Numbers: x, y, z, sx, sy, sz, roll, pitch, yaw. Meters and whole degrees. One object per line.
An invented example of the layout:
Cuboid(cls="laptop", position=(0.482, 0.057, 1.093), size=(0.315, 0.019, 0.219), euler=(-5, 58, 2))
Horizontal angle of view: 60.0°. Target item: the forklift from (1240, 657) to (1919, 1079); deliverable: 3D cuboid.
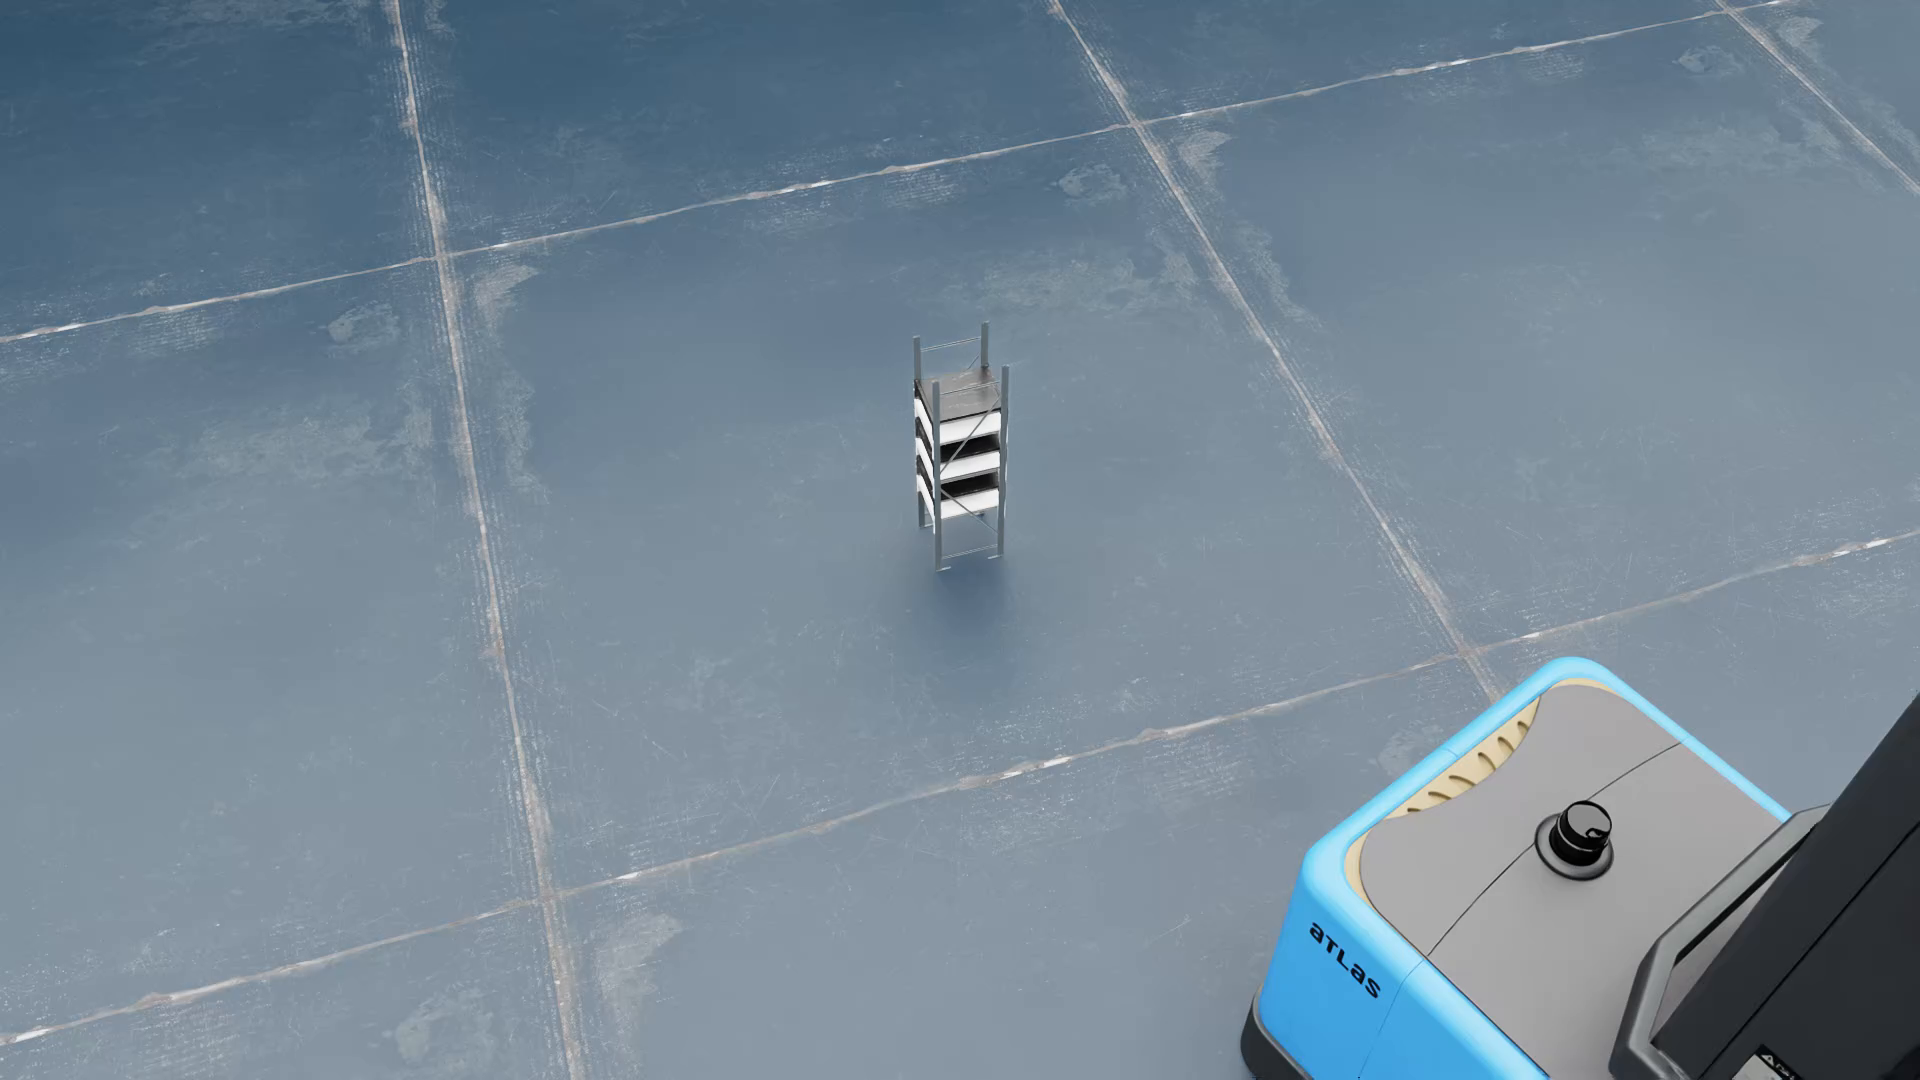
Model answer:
Cuboid(cls="forklift", position=(2.062, 1.127, 2.883), size=(1.130, 2.935, 3.031), euler=(-31, 56, -23))

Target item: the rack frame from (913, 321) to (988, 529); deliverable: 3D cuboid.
Cuboid(cls="rack frame", position=(-0.028, -0.358, 5.464), size=(0.240, 0.900, 0.006), euler=(-13, 51, -11))

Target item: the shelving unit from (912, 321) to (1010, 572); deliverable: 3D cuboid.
Cuboid(cls="shelving unit", position=(0.002, -0.284, 5.401), size=(0.258, 0.900, 0.210), euler=(-13, 51, -11))

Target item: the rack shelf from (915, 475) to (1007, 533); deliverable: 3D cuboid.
Cuboid(cls="rack shelf", position=(0.002, -0.147, 5.564), size=(0.258, 0.077, 0.200), euler=(-13, 51, -11))

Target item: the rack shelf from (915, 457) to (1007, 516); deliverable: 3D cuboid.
Cuboid(cls="rack shelf", position=(0.002, -0.205, 5.495), size=(0.258, 0.077, 0.200), euler=(-13, 51, -11))

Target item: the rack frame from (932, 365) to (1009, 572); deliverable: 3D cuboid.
Cuboid(cls="rack frame", position=(0.032, -0.210, 5.338), size=(0.240, 0.900, 0.006), euler=(-13, 51, -11))

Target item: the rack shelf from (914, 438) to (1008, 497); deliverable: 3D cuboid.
Cuboid(cls="rack shelf", position=(0.002, -0.263, 5.426), size=(0.258, 0.077, 0.200), euler=(-13, 51, -11))

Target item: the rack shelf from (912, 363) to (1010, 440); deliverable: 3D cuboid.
Cuboid(cls="rack shelf", position=(0.002, -0.437, 5.220), size=(0.258, 0.077, 0.200), euler=(-13, 51, -11))

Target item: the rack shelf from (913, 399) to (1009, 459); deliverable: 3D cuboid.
Cuboid(cls="rack shelf", position=(0.002, -0.379, 5.289), size=(0.258, 0.077, 0.200), euler=(-13, 51, -11))

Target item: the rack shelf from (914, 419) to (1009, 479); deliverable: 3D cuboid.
Cuboid(cls="rack shelf", position=(0.002, -0.321, 5.358), size=(0.258, 0.077, 0.200), euler=(-13, 51, -11))
